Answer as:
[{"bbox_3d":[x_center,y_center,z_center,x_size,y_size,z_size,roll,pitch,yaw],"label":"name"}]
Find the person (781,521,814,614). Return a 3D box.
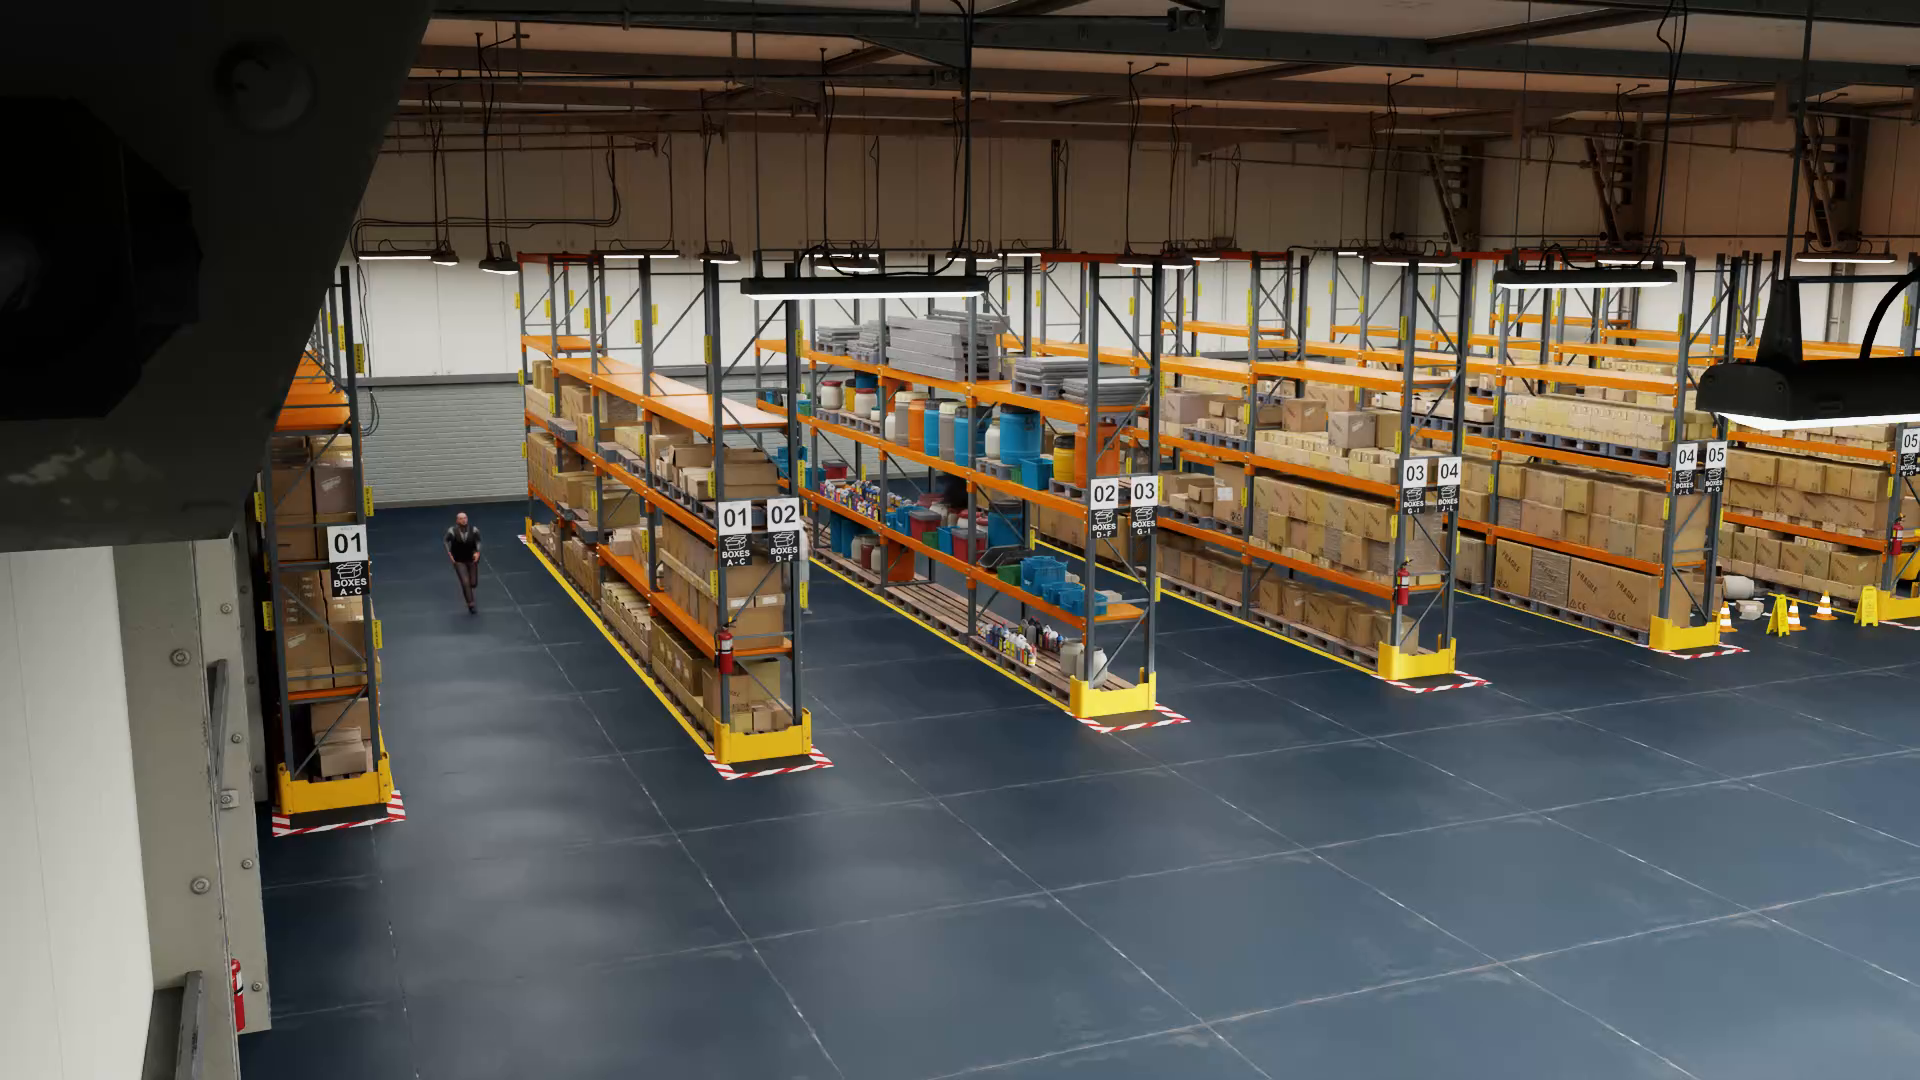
[{"bbox_3d":[-2.658,0.292,26.965,0.678,1.754,0.917,-7,12,-32],"label":"person"}]

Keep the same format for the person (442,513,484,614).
[{"bbox_3d":[-8.471,0.364,28.422,0.684,1.705,0.802,-5,11,-25],"label":"person"}]

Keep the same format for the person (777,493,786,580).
[{"bbox_3d":[-3.278,-0.071,30.916,0.582,1.640,0.864,-4,11,-21],"label":"person"}]
